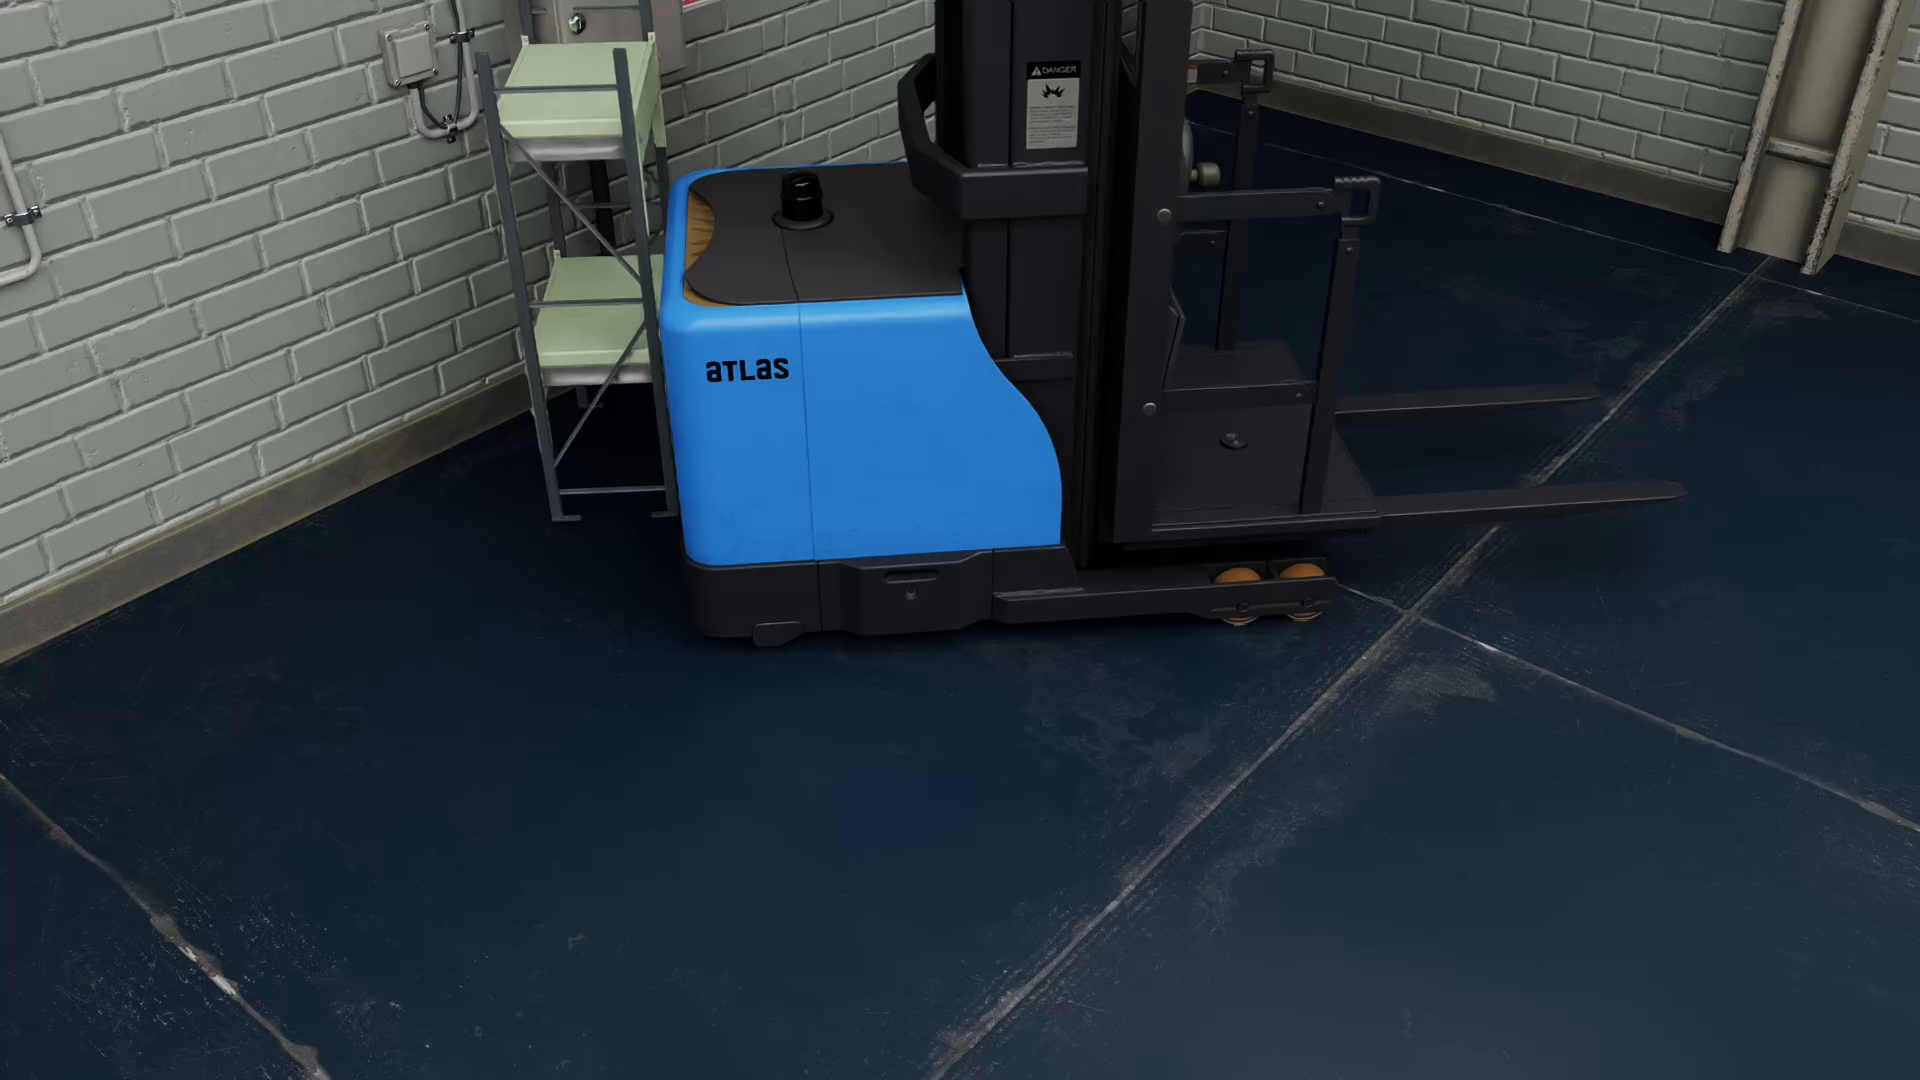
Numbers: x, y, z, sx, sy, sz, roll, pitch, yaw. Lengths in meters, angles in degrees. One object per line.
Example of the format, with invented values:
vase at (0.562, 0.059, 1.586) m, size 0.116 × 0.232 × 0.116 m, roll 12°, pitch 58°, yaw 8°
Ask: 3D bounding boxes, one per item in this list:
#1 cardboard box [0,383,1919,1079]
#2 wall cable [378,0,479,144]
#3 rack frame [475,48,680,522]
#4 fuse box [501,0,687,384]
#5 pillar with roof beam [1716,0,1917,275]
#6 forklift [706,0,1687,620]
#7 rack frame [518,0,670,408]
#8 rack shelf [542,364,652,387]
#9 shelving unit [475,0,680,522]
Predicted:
cardboard box at (2.303, 2.200, 0.678) m, size 13.522 × 1.550 × 6.103 m, roll 24°, pitch 41°, yaw 31°
wall cable at (-1.676, -2.004, 4.621) m, size 0.122 × 1.984 × 0.588 m, roll 25°, pitch 42°, yaw 32°
rack frame at (-1.099, -0.694, 4.891) m, size 0.400 × 1.500 × 0.023 m, roll -3°, pitch 34°, yaw -4°
fuse box at (-1.118, -1.294, 5.622) m, size 0.414 × 1.711 × 0.539 m, roll 25°, pitch 42°, yaw 32°
pillar with roof beam at (0.697, -3.061, 1.758) m, size 0.400 × 9.000 × 9.100 m, roll 25°, pitch 42°, yaw 32°
forklift at (0.723, -1.218, 4.512) m, size 2.937 × 2.843 × 1.107 m, roll -4°, pitch 35°, yaw -5°
rack frame at (-1.154, -1.103, 5.495) m, size 0.400 × 1.500 × 0.023 m, roll -3°, pitch 34°, yaw -4°
rack shelf at (-1.126, -0.688, 5.336) m, size 0.332 × 0.071 × 0.664 m, roll -3°, pitch 34°, yaw -4°
shelving unit at (-1.127, -0.898, 5.193) m, size 0.400 × 1.500 × 0.755 m, roll -3°, pitch 34°, yaw -4°
